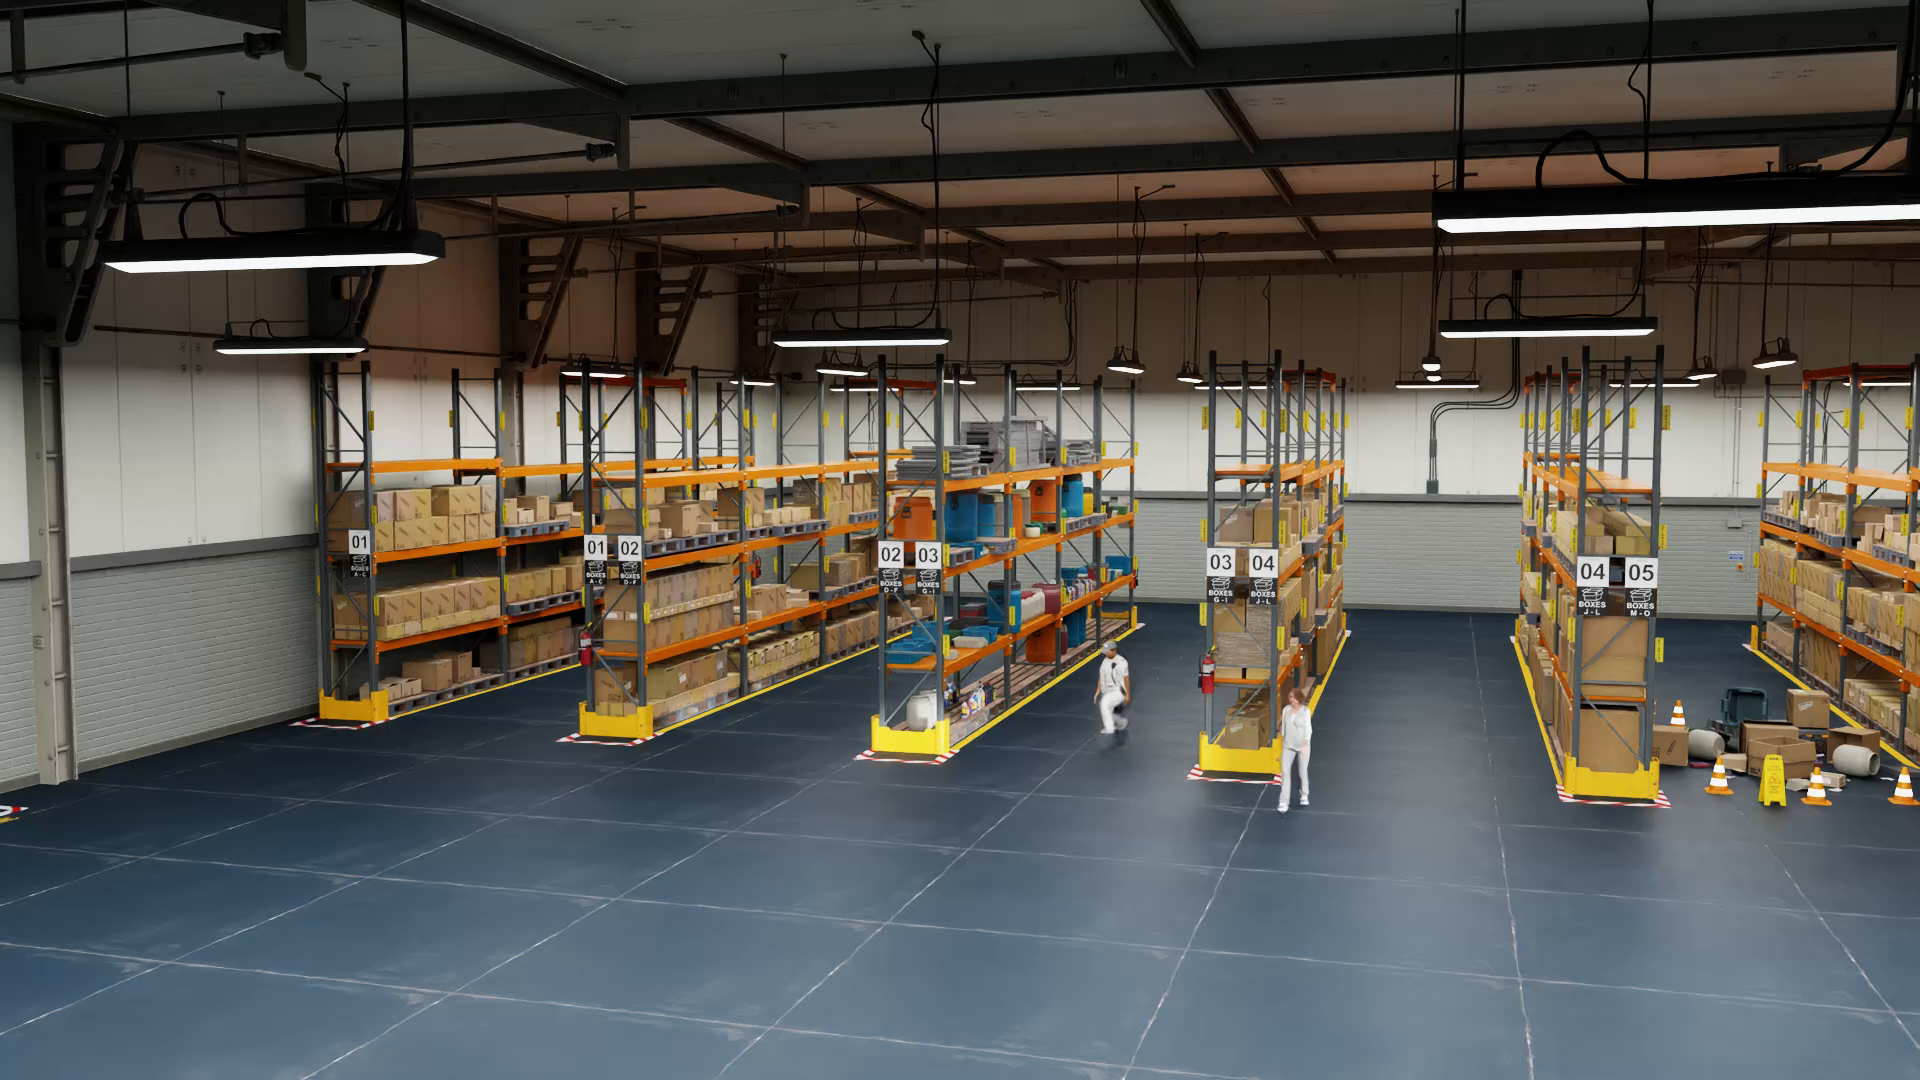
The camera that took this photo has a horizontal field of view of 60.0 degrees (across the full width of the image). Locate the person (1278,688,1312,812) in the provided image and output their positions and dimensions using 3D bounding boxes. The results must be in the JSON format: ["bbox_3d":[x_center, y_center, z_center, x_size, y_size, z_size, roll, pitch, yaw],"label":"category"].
[{"bbox_3d":[4.300,2.679,21.363,0.432,1.552,0.903,2,5,26],"label":"person"}]

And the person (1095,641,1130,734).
[{"bbox_3d":[2.318,2.231,25.314,0.900,1.399,0.521,-3,5,-38],"label":"person"}]
